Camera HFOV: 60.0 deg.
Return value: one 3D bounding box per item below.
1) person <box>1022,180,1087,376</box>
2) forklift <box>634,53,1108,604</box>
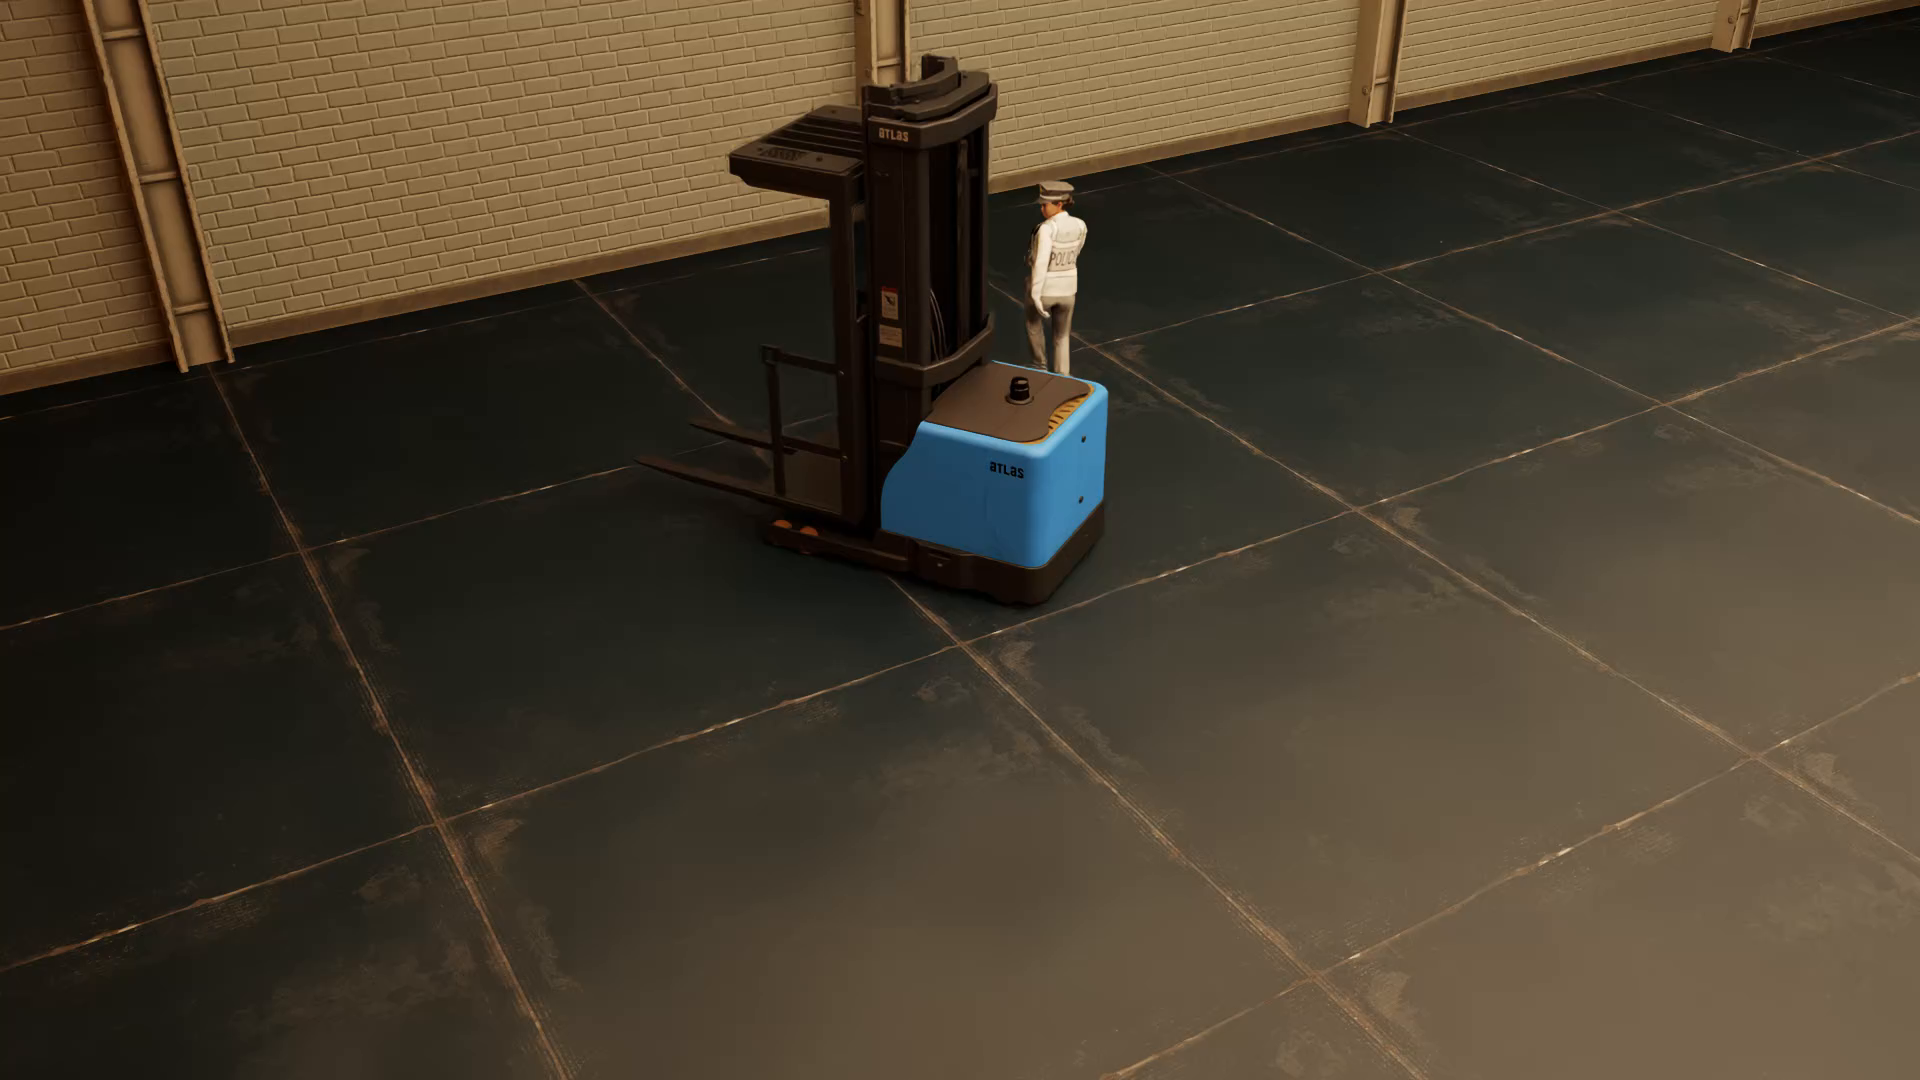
[{"bbox_3d":[0.659,-1.779,11.968,0.527,1.642,0.849,-8,32,-13],"label":"person"},{"bbox_3d":[-0.647,-1.397,9.979,3.031,2.935,1.130,15,34,23],"label":"forklift"}]
